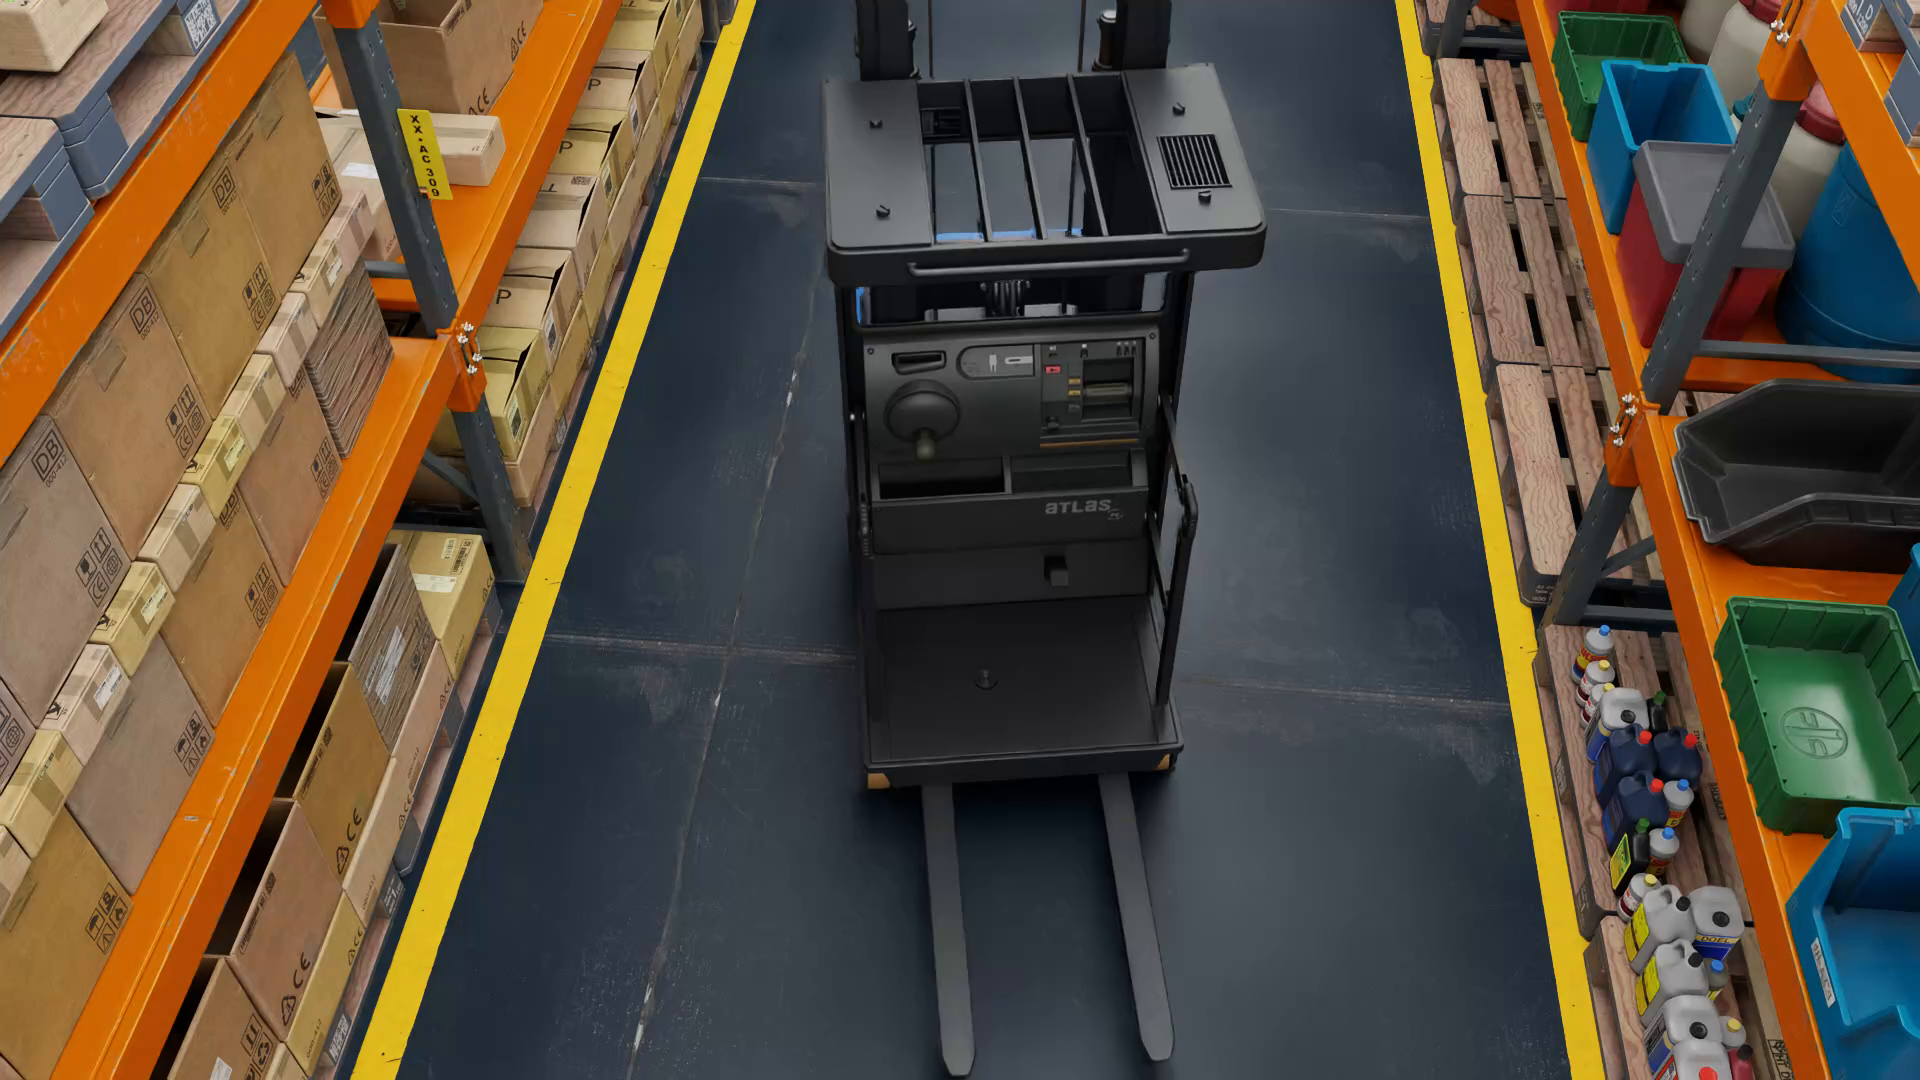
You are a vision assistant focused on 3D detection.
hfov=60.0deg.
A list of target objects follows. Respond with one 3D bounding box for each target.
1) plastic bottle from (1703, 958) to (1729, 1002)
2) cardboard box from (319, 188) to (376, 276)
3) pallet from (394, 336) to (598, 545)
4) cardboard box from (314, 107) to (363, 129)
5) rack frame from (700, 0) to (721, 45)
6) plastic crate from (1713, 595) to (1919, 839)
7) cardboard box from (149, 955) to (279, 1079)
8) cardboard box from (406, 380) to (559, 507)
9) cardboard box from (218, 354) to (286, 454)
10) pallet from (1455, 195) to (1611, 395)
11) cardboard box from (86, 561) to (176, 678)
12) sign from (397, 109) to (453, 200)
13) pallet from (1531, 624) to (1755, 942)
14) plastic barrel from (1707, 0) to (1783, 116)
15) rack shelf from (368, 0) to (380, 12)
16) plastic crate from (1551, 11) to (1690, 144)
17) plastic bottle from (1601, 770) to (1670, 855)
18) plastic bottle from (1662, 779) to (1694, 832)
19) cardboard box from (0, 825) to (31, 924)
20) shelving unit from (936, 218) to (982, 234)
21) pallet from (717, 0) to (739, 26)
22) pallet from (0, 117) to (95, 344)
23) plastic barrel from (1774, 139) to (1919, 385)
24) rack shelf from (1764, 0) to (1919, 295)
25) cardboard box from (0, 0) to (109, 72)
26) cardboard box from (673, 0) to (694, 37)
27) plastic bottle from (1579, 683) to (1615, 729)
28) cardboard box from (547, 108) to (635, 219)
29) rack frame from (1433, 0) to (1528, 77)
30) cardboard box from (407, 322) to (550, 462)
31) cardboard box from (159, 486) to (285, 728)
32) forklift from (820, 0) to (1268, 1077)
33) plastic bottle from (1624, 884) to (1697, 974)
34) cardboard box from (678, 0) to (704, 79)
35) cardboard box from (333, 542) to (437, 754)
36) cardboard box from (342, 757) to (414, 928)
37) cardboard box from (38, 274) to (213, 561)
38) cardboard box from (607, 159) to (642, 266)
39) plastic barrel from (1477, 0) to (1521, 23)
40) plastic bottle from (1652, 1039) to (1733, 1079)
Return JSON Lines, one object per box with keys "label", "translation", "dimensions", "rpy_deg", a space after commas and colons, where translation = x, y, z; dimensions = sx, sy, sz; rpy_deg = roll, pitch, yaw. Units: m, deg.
{"label": "plastic bottle", "translation": [2.282, 1.348, 5.083], "dimensions": [0.097, 0.201, 0.097], "rpy_deg": [0, 48, 0]}
{"label": "cardboard box", "translation": [-2.026, -0.951, 5.080], "dimensions": [0.380, 0.149, 0.250], "rpy_deg": [4, 48, 3]}
{"label": "pallet", "translation": [-2.187, -0.516, 7.079], "dimensions": [1.003, 0.211, 1.213], "rpy_deg": [4, 48, 4]}
{"label": "cardboard box", "translation": [-2.318, -1.526, 6.204], "dimensions": [0.396, 0.266, 0.258], "rpy_deg": [3, 48, 3]}
{"label": "rack frame", "translation": [-1.850, -3.852, 8.241], "dimensions": [1.000, 3.000, 0.127], "rpy_deg": [4, 48, 4]}
{"label": "plastic crate", "translation": [2.313, 0.473, 4.428], "dimensions": [0.450, 0.188, 0.662], "rpy_deg": [4, 48, 4]}
{"label": "cardboard box", "translation": [-2.233, 1.445, 4.466], "dimensions": [0.500, 0.500, 0.500], "rpy_deg": [4, 48, 4]}
{"label": "cardboard box", "translation": [-1.931, -0.406, 6.668], "dimensions": [0.500, 0.250, 0.500], "rpy_deg": [3, 48, 3]}
{"label": "cardboard box", "translation": [-2.095, -0.384, 4.561], "dimensions": [0.380, 0.149, 0.250], "rpy_deg": [4, 48, 3]}
{"label": "pallet", "translation": [2.859, -1.115, 7.626], "dimensions": [1.003, 0.211, 1.213], "rpy_deg": [4, 48, 4]}
{"label": "cardboard box", "translation": [-2.165, 0.177, 4.048], "dimensions": [0.380, 0.149, 0.250], "rpy_deg": [5, 48, 5]}
{"label": "sign", "translation": [-1.662, -1.196, 5.170], "dimensions": [0.100, 0.325, 0.005], "rpy_deg": [4, 48, 4]}
{"label": "pallet", "translation": [2.615, 0.855, 5.825], "dimensions": [1.003, 0.211, 1.213], "rpy_deg": [4, 48, 4]}
{"label": "plastic barrel", "translation": [3.090, -1.850, 6.317], "dimensions": [0.433, 0.535, 0.433], "rpy_deg": [0, 48, 0]}
{"label": "rack shelf", "translation": [-2.033, -3.152, 6.055], "dimensions": [1.077, 0.370, 4.000], "rpy_deg": [4, 48, 4]}
{"label": "plastic crate", "translation": [2.595, -1.804, 6.511], "dimensions": [0.450, 0.188, 0.662], "rpy_deg": [4, 48, 4]}
{"label": "plastic bottle", "translation": [2.213, 0.872, 5.416], "dimensions": [0.144, 0.351, 0.185], "rpy_deg": [2, 48, 2]}
{"label": "plastic bottle", "translation": [2.338, 0.875, 5.468], "dimensions": [0.097, 0.271, 0.097], "rpy_deg": [0, 48, 0]}
{"label": "cardboard box", "translation": [-2.237, 0.741, 3.532], "dimensions": [0.380, 0.149, 0.250], "rpy_deg": [2, 48, 2]}
{"label": "shelving unit", "translation": [-0.027, -0.902, 6.956], "dimensions": [0.258, 0.900, 0.210], "rpy_deg": [-1, 44, -1]}
{"label": "pallet", "translation": [-1.745, -3.457, 9.769], "dimensions": [1.003, 0.211, 1.213], "rpy_deg": [4, 48, 4]}
{"label": "pallet", "translation": [-2.381, -0.373, 3.085], "dimensions": [1.003, 0.211, 1.213], "rpy_deg": [4, 48, 4]}
{"label": "plastic barrel", "translation": [3.054, -1.010, 5.301], "dimensions": [0.600, 0.901, 0.708], "rpy_deg": [4, 48, 4]}
{"label": "rack shelf", "translation": [2.535, 0.123, 3.059], "dimensions": [1.077, 0.370, 4.000], "rpy_deg": [4, 48, 4]}
{"label": "cardboard box", "translation": [-2.053, -1.125, 3.504], "dimensions": [0.380, 0.149, 0.250], "rpy_deg": [4, 48, 4]}
{"label": "cardboard box", "translation": [-1.653, -2.854, 8.526], "dimensions": [0.500, 0.311, 0.500], "rpy_deg": [5, 48, 5]}
{"label": "plastic bottle", "translation": [2.233, 0.573, 5.791], "dimensions": [0.097, 0.201, 0.097], "rpy_deg": [0, 48, 0]}
{"label": "cardboard box", "translation": [-1.790, -1.733, 7.501], "dimensions": [0.500, 0.311, 0.500], "rpy_deg": [5, 48, 5]}
{"label": "rack frame", "translation": [3.082, -3.516, 7.933], "dimensions": [1.000, 3.000, 0.127], "rpy_deg": [4, 48, 4]}
{"label": "cardboard box", "translation": [-1.929, -0.603, 6.467], "dimensions": [0.500, 0.311, 0.500], "rpy_deg": [4, 48, 4]}
{"label": "cardboard box", "translation": [-2.340, 0.136, 4.525], "dimensions": [0.700, 0.500, 0.500], "rpy_deg": [5, 48, 4]}
{"label": "forklift", "translation": [0.184, -0.367, 5.099], "dimensions": [1.130, 2.935, 3.031], "rpy_deg": [-3, 48, -3]}
{"label": "plastic bottle", "translation": [2.175, 1.185, 5.131], "dimensions": [0.144, 0.351, 0.185], "rpy_deg": [4, 48, 3]}
{"label": "cardboard box", "translation": [-1.655, -2.663, 8.732], "dimensions": [0.500, 0.250, 0.500], "rpy_deg": [5, 48, 4]}
{"label": "cardboard box", "translation": [-2.097, 0.342, 5.475], "dimensions": [0.500, 0.500, 0.500], "rpy_deg": [4, 48, 4]}
{"label": "cardboard box", "translation": [-2.126, 0.964, 5.414], "dimensions": [0.500, 0.250, 0.500], "rpy_deg": [4, 48, 4]}
{"label": "cardboard box", "translation": [-2.340, -0.319, 4.062], "dimensions": [0.700, 0.500, 0.500], "rpy_deg": [4, 48, 4]}
{"label": "cardboard box", "translation": [-1.792, -1.536, 7.701], "dimensions": [0.500, 0.250, 0.500], "rpy_deg": [5, 48, 4]}
{"label": "plastic barrel", "translation": [3.110, -3.286, 8.909], "dimensions": [0.600, 0.830, 0.708], "rpy_deg": [4, 48, 4]}
{"label": "plastic bottle", "translation": [2.134, 1.571, 4.828], "dimensions": [0.152, 0.276, 0.135], "rpy_deg": [4, 48, 4]}
